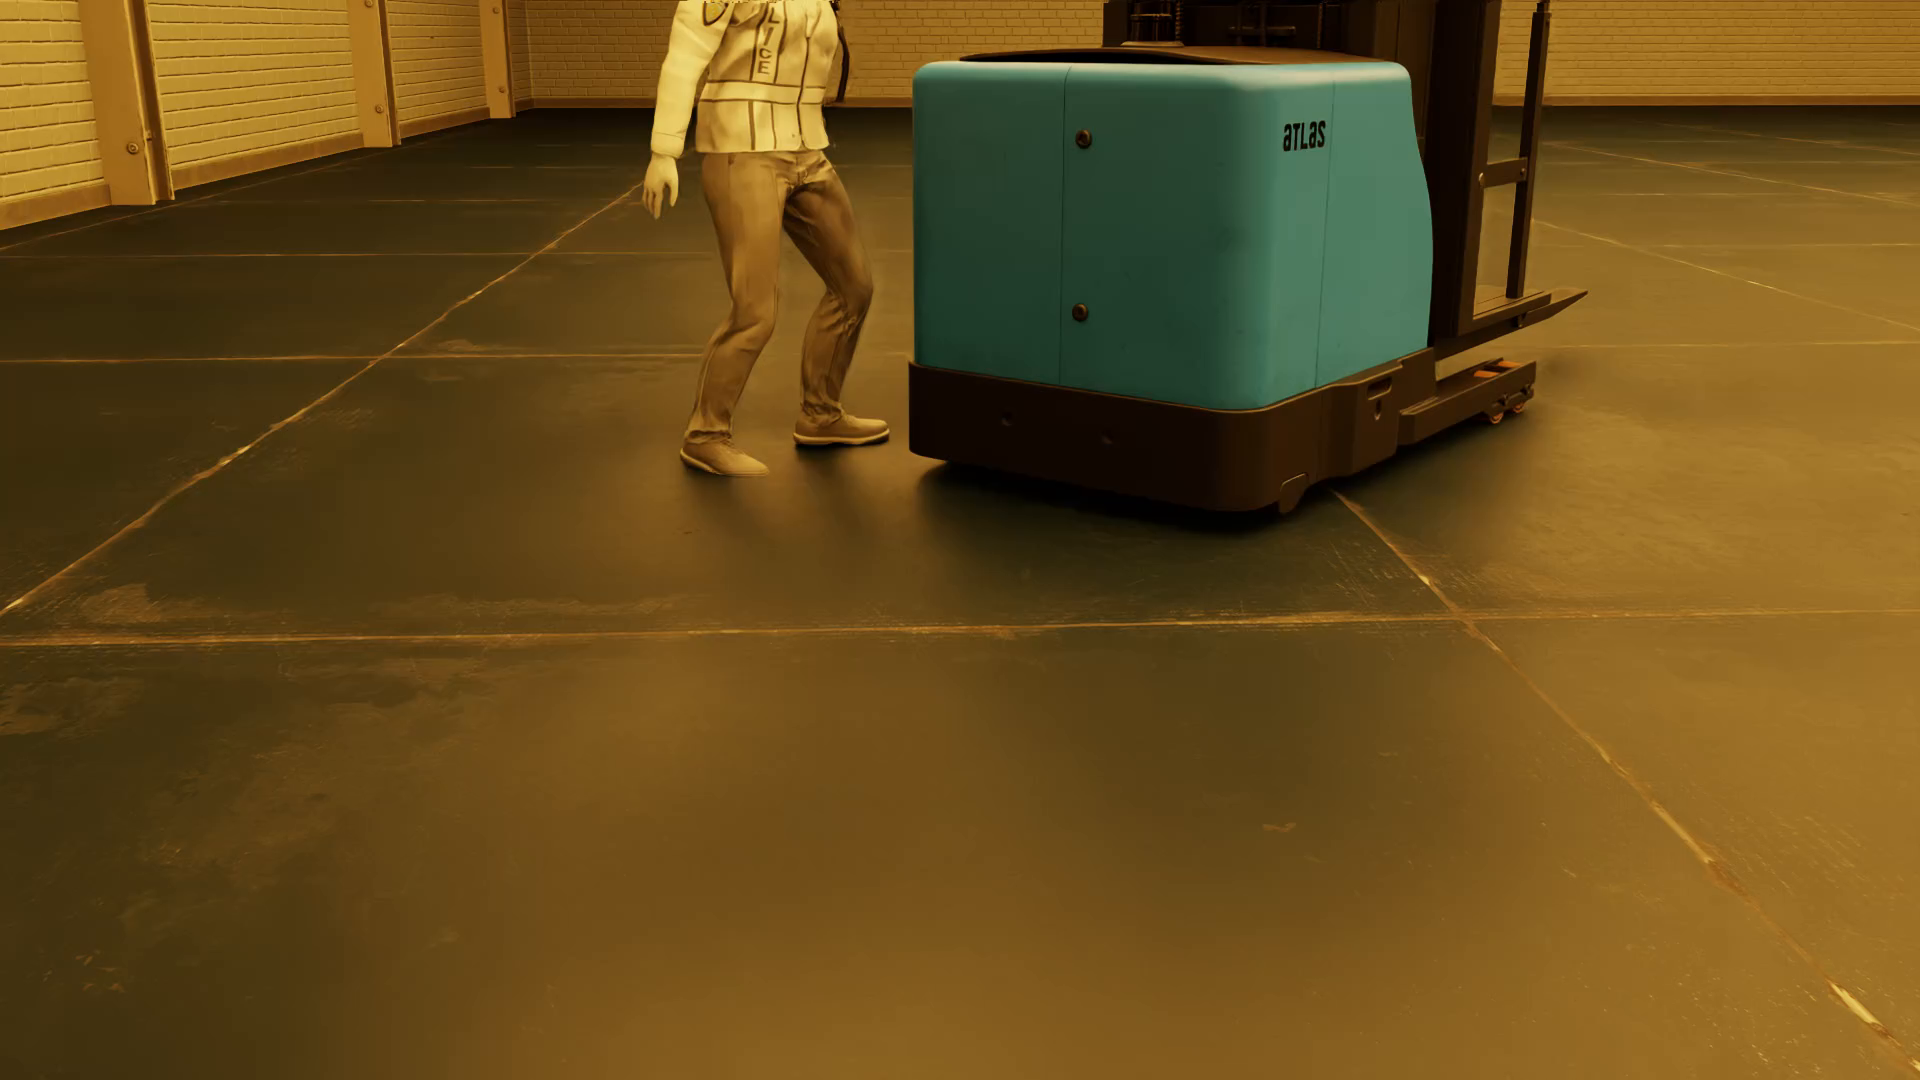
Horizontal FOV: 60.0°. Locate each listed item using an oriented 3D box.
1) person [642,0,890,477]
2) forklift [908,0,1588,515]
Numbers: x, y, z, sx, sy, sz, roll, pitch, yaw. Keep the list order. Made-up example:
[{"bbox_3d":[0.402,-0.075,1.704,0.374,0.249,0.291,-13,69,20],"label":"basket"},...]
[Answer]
[{"bbox_3d":[-0.510,-0.978,4.401,0.417,1.642,0.809,11,20,31],"label":"person"},{"bbox_3d":[1.157,-1.830,4.891,1.130,2.935,3.031,13,21,35],"label":"forklift"}]
